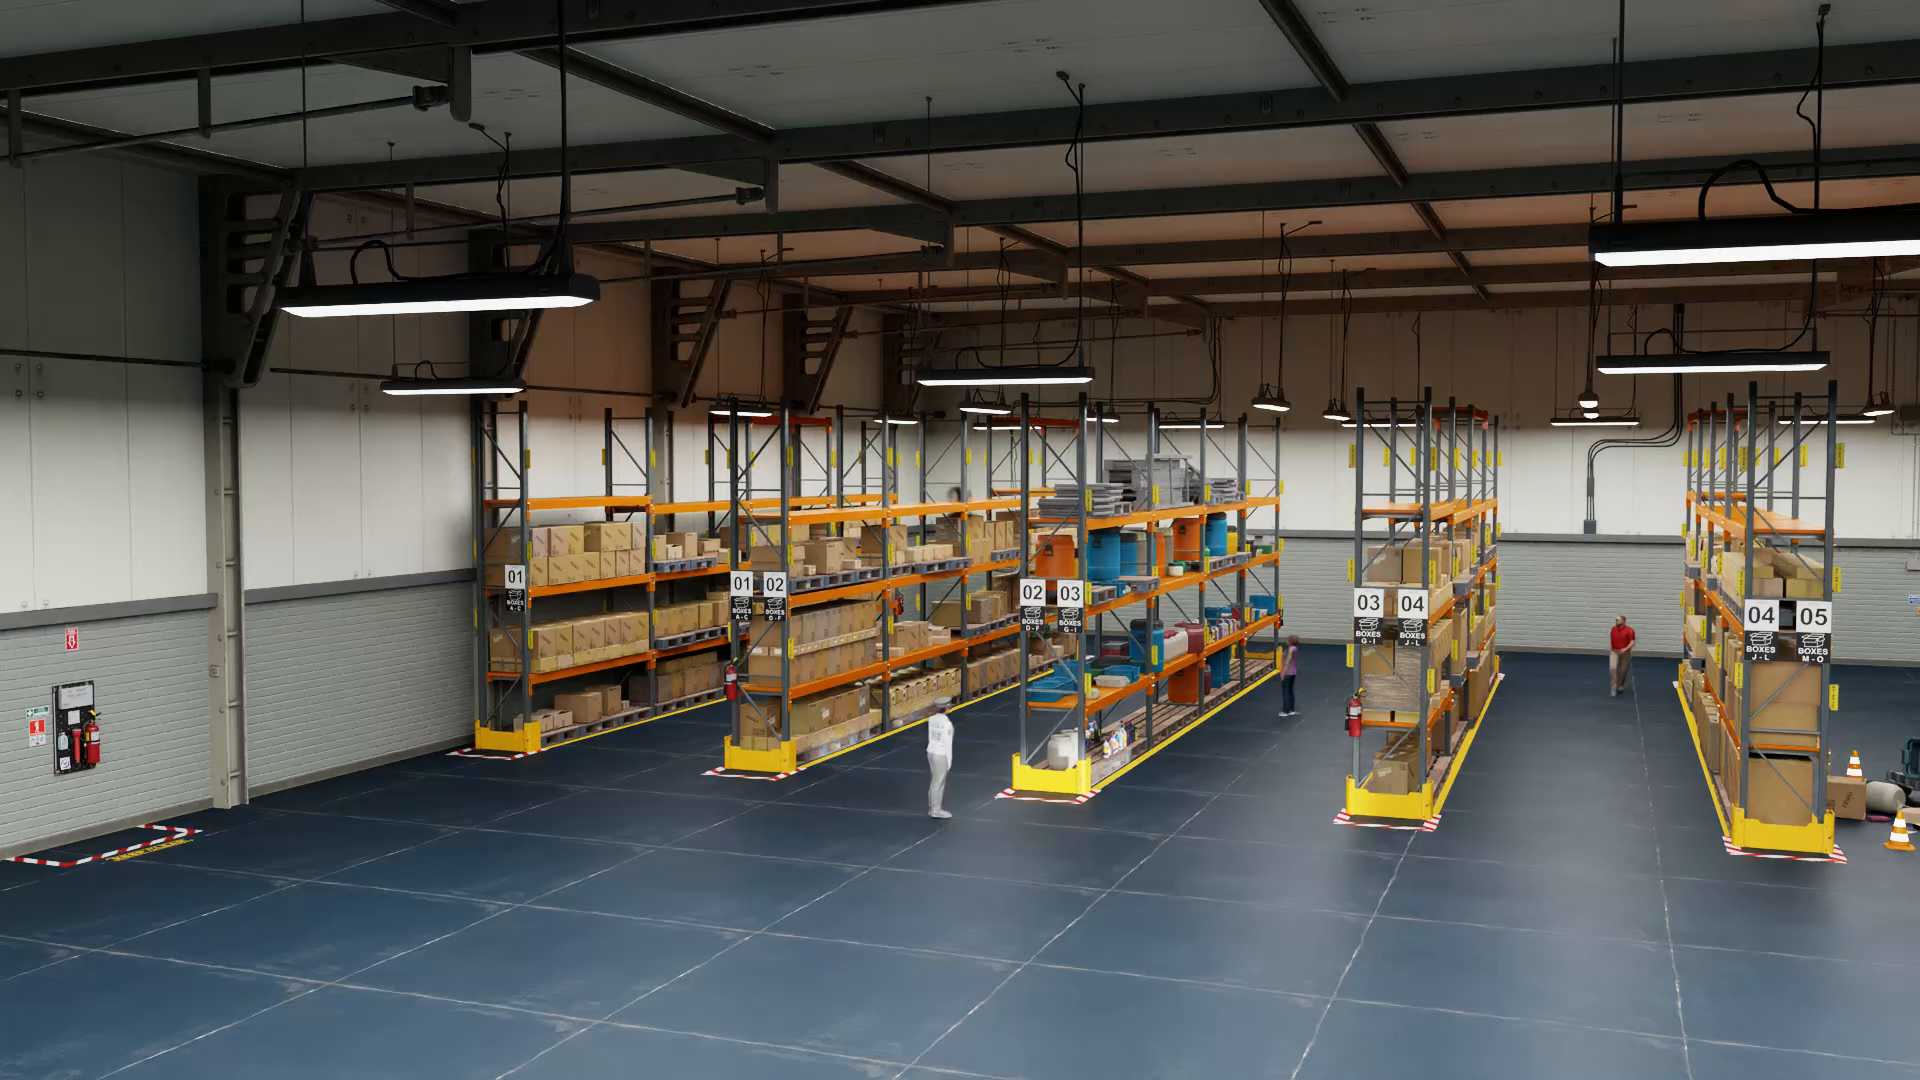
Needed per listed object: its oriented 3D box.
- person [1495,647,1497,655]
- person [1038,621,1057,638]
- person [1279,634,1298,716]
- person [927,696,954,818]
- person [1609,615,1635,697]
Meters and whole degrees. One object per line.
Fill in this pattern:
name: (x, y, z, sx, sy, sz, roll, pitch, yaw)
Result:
person: (12.993, 2.183, 41.085, 0.576, 1.679, 0.427, 1, 3, 26)
person: (2.200, 2.022, 43.010, 0.580, 1.802, 0.434, -1, 3, -23)
person: (6.375, 2.633, 32.397, 0.391, 1.602, 0.436, 2, 4, 38)
person: (-0.269, 3.032, 23.198, 0.345, 1.689, 0.503, -2, 3, -31)
person: (14.094, 2.453, 35.400, 0.498, 1.716, 0.991, 1, 3, 22)
